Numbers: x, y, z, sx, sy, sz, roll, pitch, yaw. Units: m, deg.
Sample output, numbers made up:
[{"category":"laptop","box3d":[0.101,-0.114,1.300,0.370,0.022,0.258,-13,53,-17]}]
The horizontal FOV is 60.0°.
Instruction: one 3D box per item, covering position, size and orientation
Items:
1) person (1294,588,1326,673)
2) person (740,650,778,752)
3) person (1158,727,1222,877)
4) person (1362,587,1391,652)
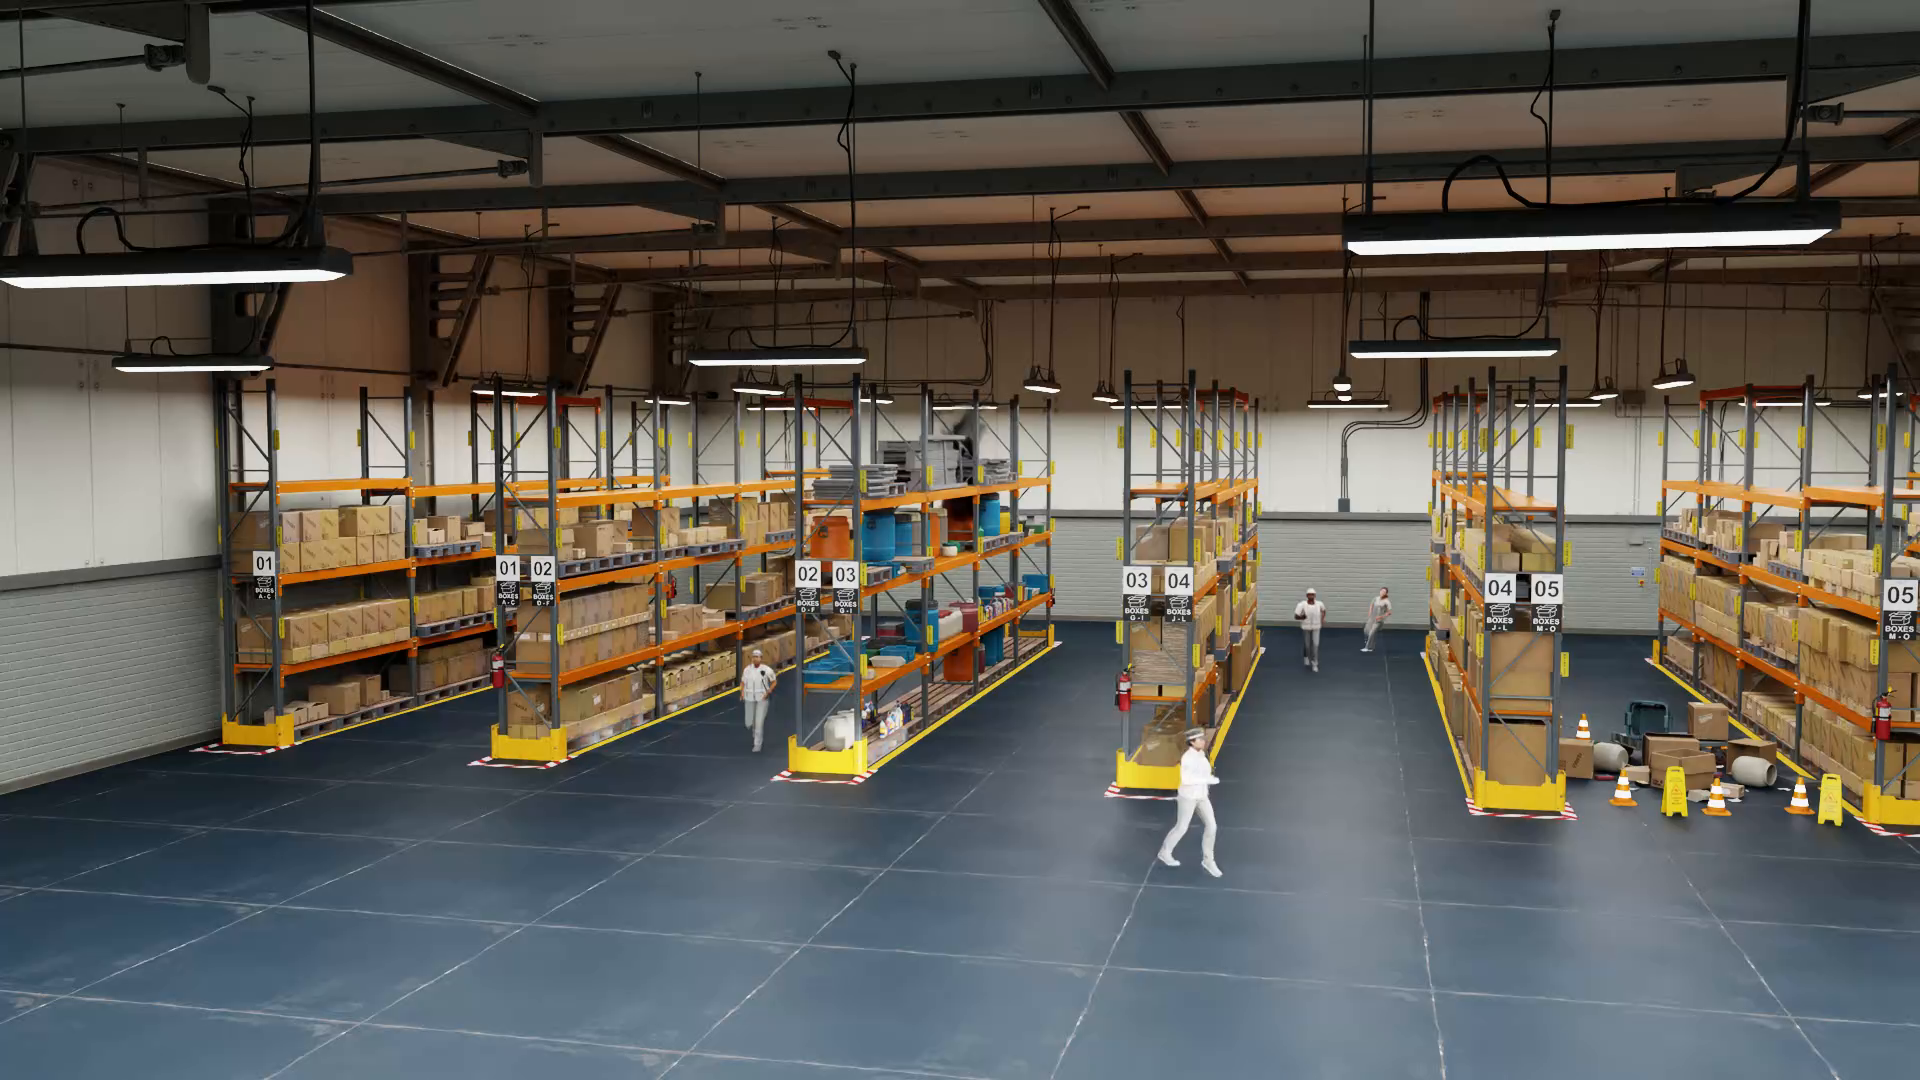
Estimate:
[{"category":"person","box3d":[7.596,1.930,36.038,0.695,1.771,0.962,0,3,5]},{"category":"person","box3d":[-3.267,2.546,26.954,0.615,1.545,0.587,0,3,8]},{"category":"person","box3d":[2.678,3.005,19.203,0.816,1.737,0.557,3,5,41]},{"category":"person","box3d":[9.797,1.870,39.100,0.769,1.556,0.547,3,5,45]}]
